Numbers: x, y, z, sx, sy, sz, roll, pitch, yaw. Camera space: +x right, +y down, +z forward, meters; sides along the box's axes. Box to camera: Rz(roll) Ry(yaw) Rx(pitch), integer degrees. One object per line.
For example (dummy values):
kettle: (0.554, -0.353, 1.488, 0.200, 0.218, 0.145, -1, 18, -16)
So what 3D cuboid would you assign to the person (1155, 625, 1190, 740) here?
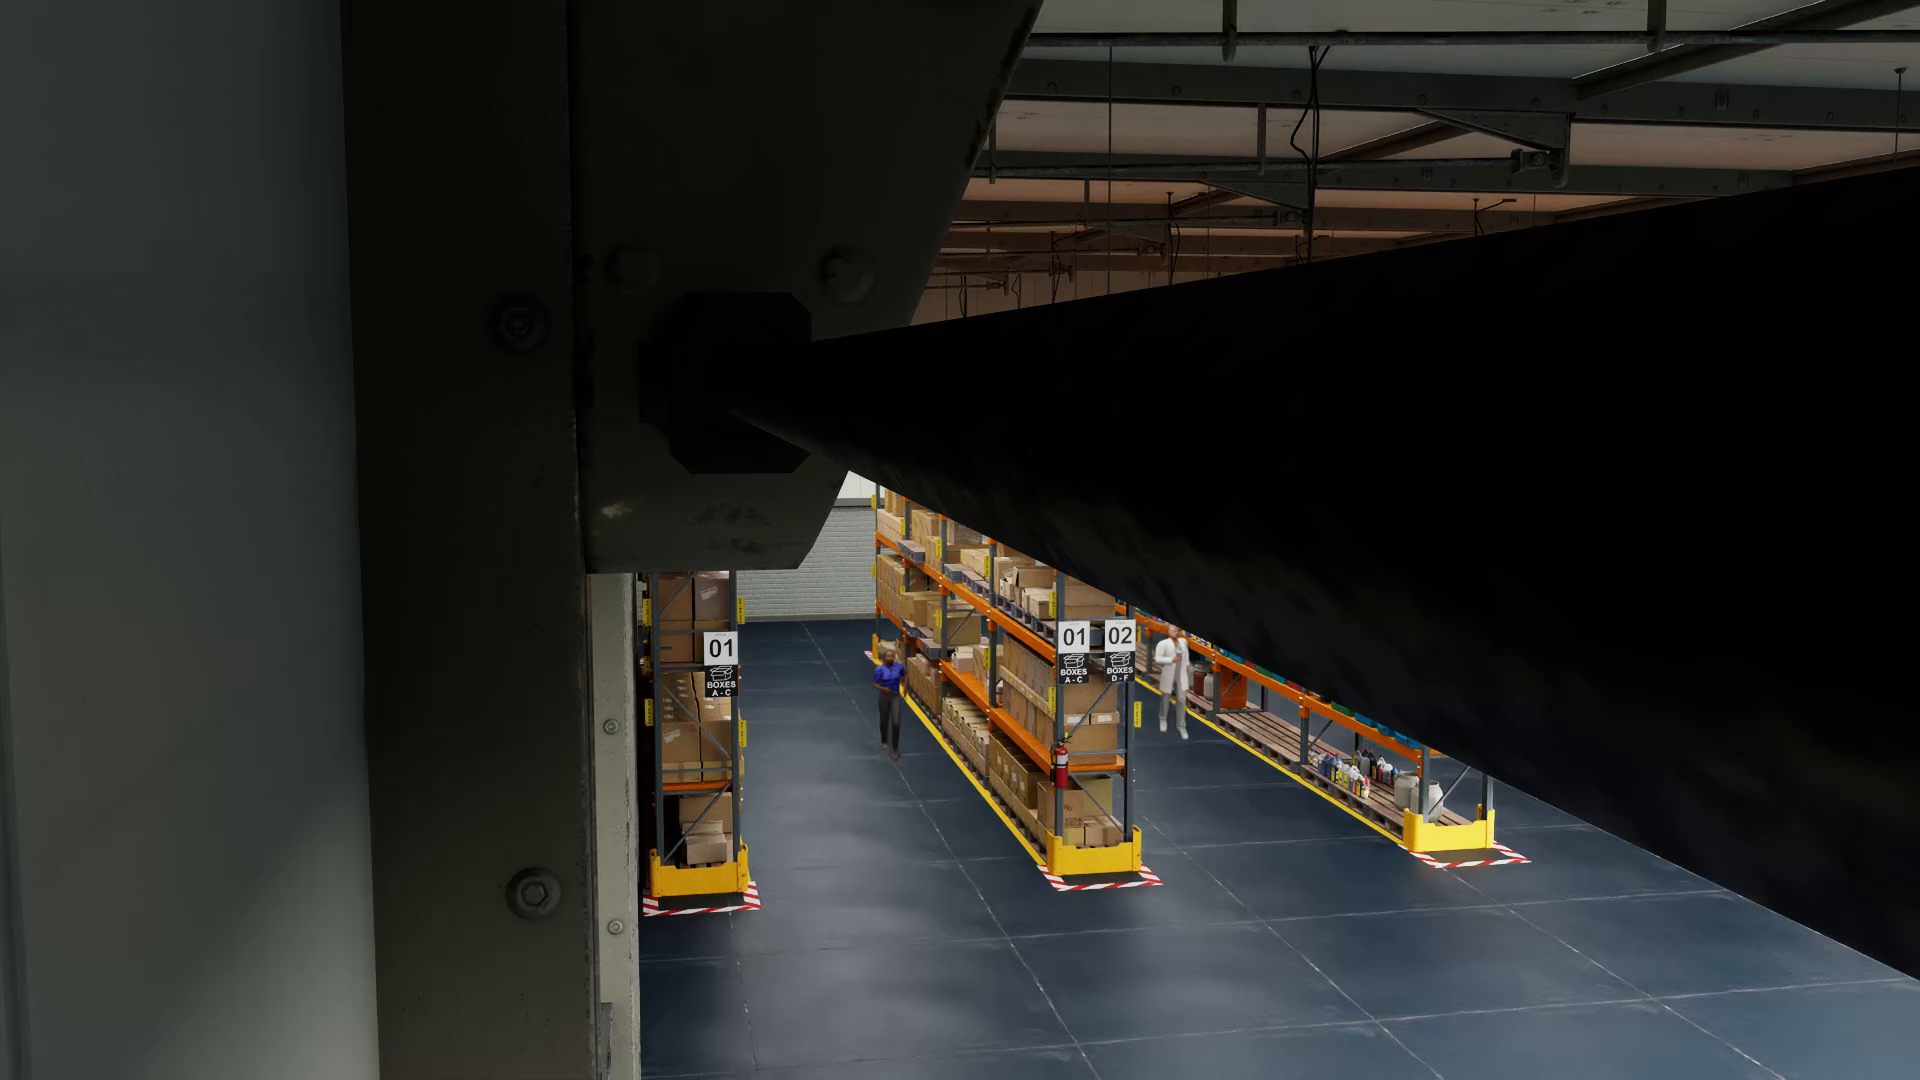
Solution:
person: (3.525, 2.318, 27.572, 0.705, 1.868, 0.852, -1, 6, -14)

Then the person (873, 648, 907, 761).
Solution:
person: (-1.084, 2.577, 26.089, 0.584, 1.766, 0.688, -1, 6, -10)
